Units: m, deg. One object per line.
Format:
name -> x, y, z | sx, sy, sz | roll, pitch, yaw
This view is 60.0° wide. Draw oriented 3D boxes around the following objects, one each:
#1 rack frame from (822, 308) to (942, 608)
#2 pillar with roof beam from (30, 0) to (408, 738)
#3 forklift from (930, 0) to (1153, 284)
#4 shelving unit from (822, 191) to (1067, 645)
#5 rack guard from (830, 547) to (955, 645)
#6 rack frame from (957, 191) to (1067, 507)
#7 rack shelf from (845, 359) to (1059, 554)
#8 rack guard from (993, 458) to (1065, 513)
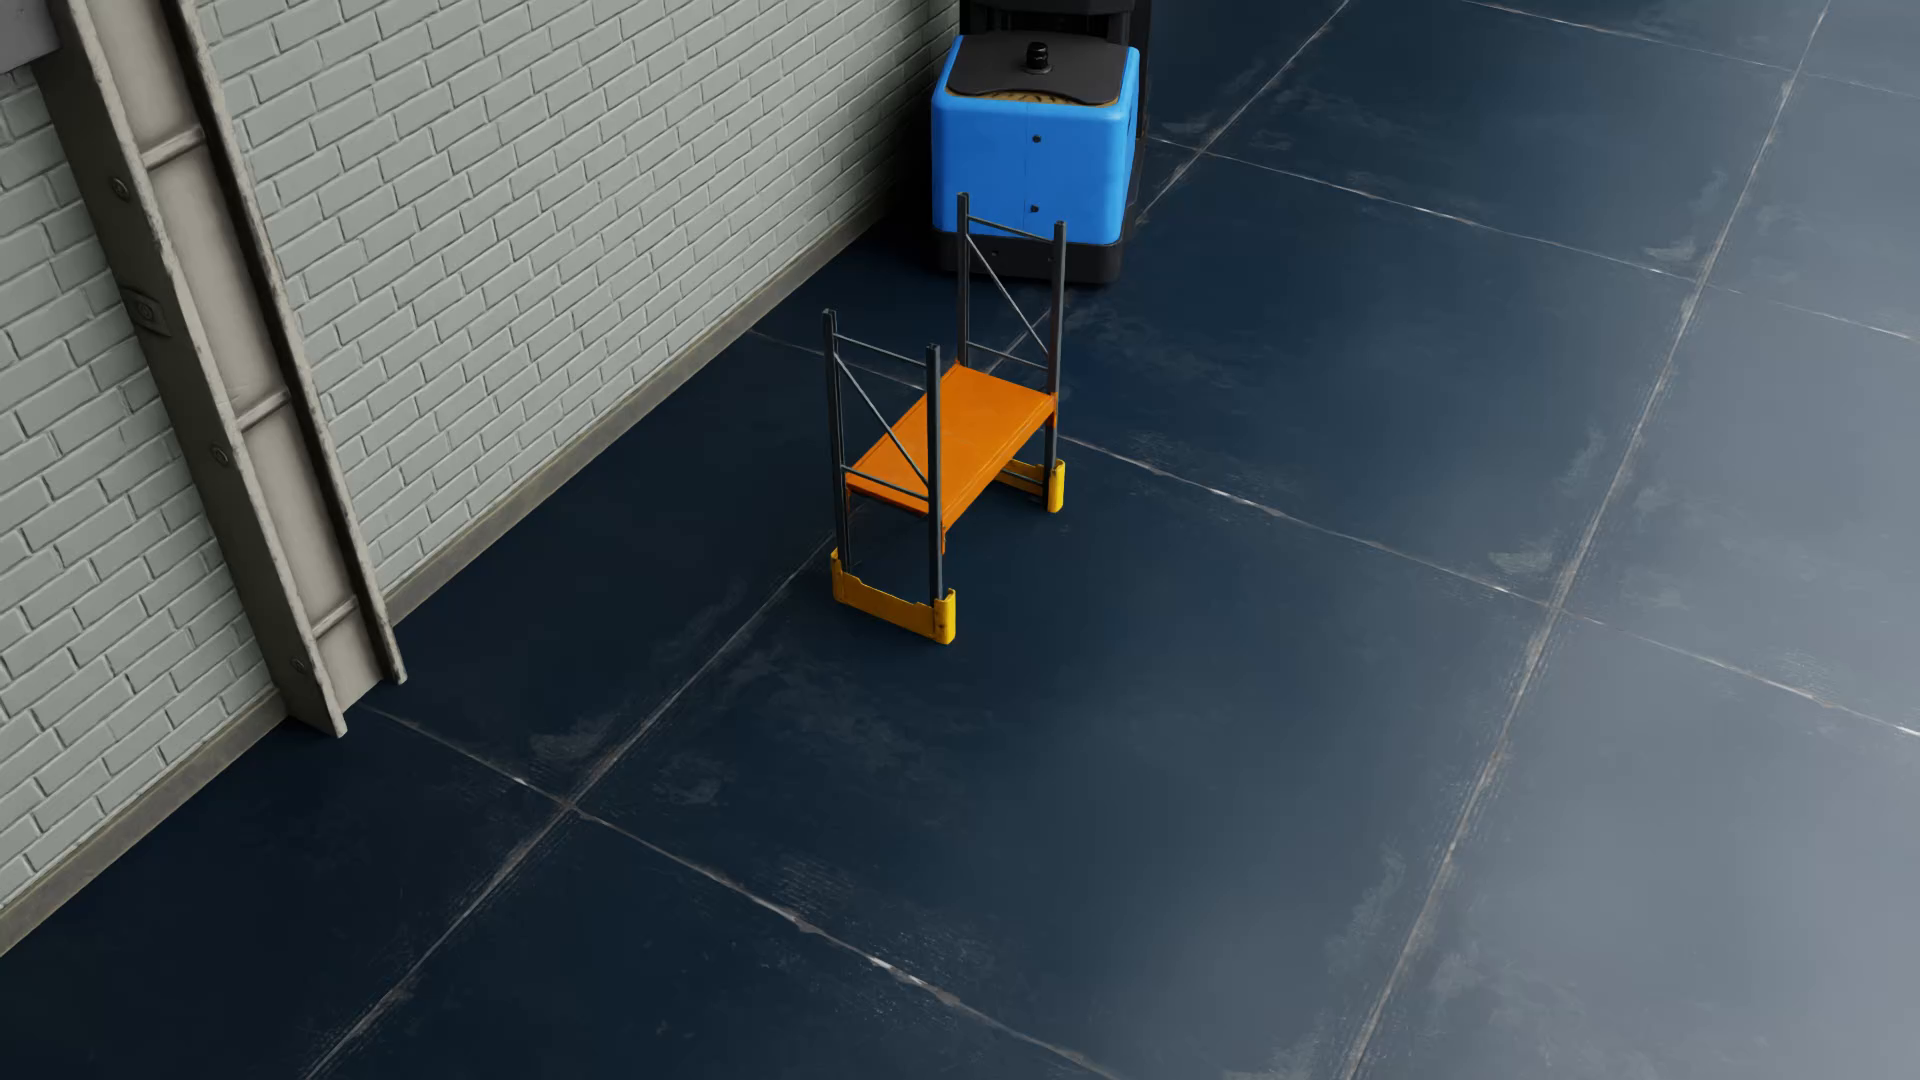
rack frame -> -0.297, -0.223, 6.684 | 0.500, 1.500, 0.032 | 21, 45, 22
pillar with roof beam -> 1.203, -1.320, 2.256 | 9.100, 9.000, 0.400 | 21, 45, 22
forklift -> 0.580, -3.469, 9.286 | 1.130, 2.935, 3.031 | 6, 42, 7
shelving unit -> -0.038, -0.519, 7.020 | 0.587, 1.500, 1.083 | 21, 45, 22
rack guard -> -0.287, 0.235, 7.110 | 0.587, 0.250, 0.087 | 21, 45, 22
rack frame -> 0.212, -0.805, 7.345 | 0.500, 1.500, 0.032 | 21, 45, 22
rack shelf -> -0.043, -0.379, 7.133 | 0.538, 0.185, 1.000 | 21, 45, 22
rack guard -> 0.211, -0.335, 7.757 | 0.587, 0.250, 0.087 | 21, 45, 22
